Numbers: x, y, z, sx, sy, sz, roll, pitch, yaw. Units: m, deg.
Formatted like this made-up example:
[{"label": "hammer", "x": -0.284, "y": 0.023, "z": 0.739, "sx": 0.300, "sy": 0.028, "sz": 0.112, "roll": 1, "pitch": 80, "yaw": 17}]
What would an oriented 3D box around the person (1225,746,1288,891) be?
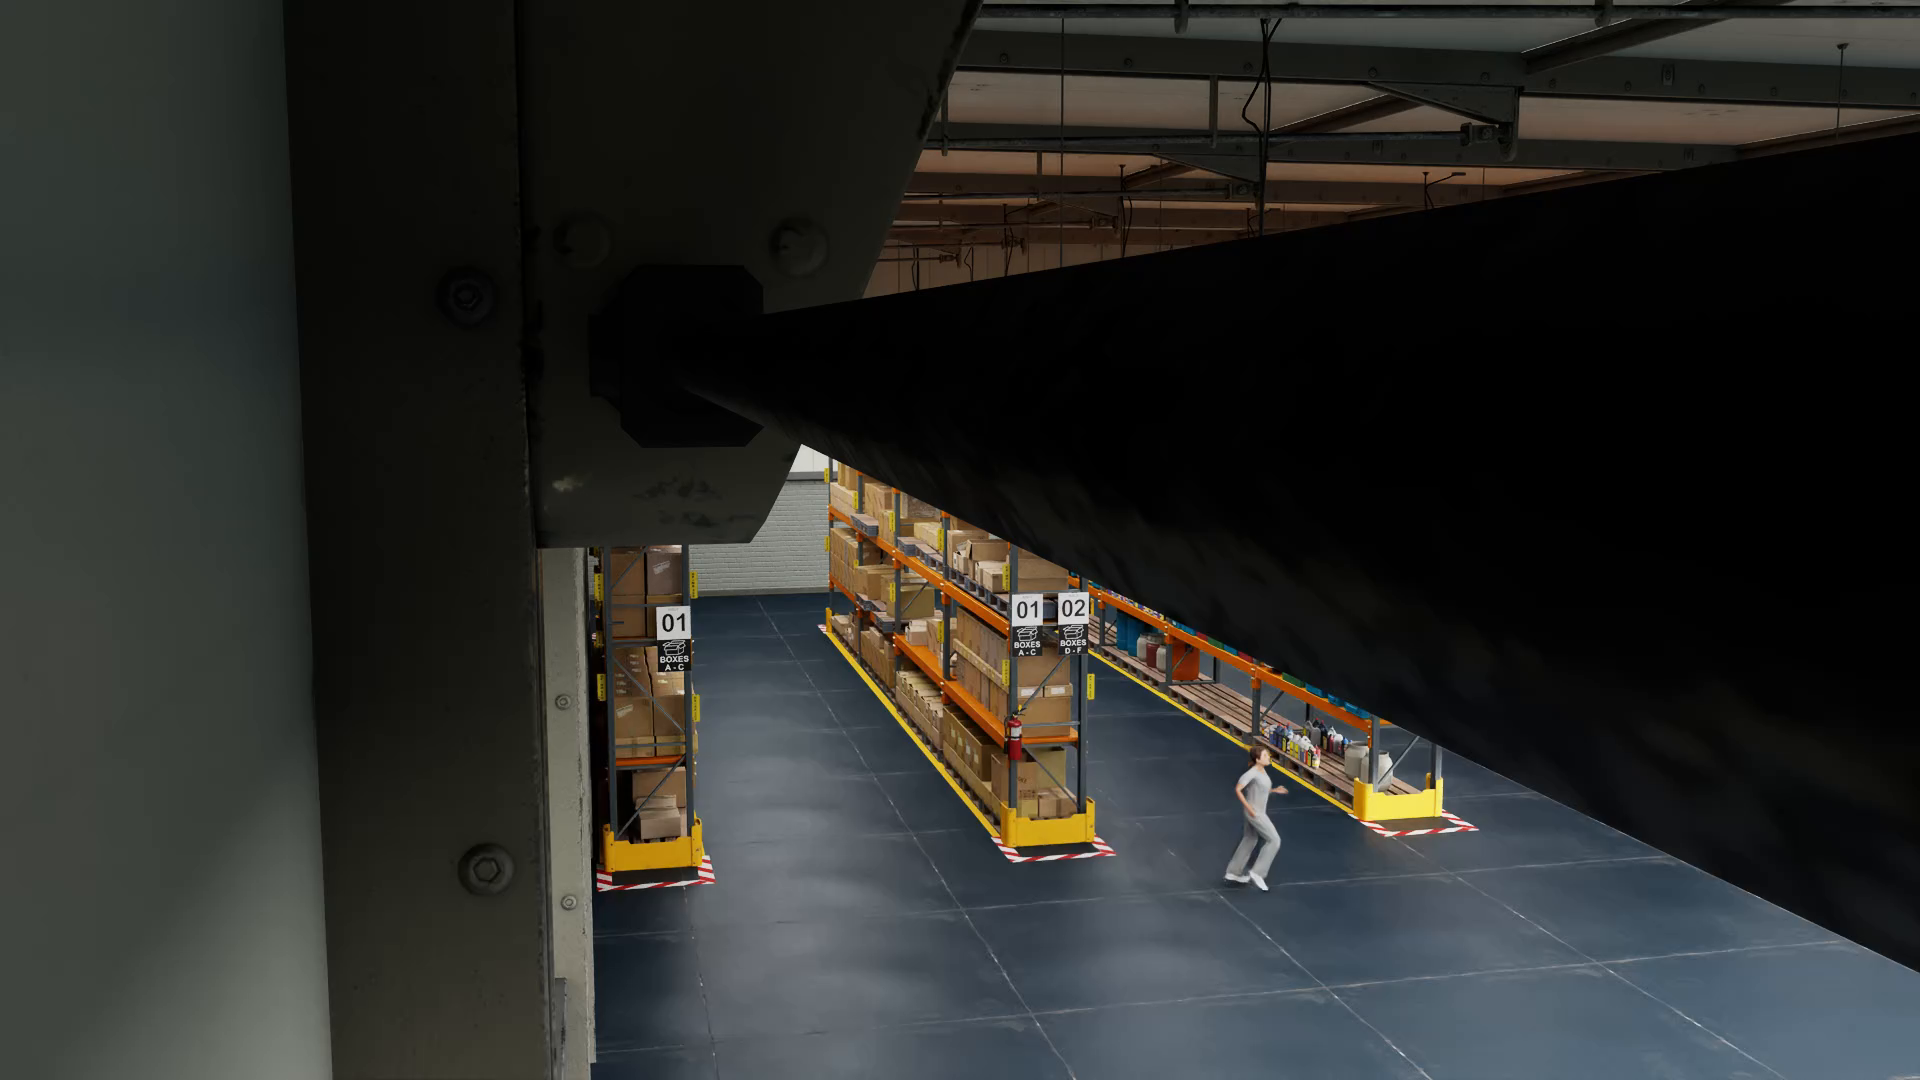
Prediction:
[{"label": "person", "x": 3.457, "y": 3.225, "z": 19.368, "sx": 0.707, "sy": 1.702, "sz": 0.537, "roll": 2, "pitch": 7, "yaw": 13}]
